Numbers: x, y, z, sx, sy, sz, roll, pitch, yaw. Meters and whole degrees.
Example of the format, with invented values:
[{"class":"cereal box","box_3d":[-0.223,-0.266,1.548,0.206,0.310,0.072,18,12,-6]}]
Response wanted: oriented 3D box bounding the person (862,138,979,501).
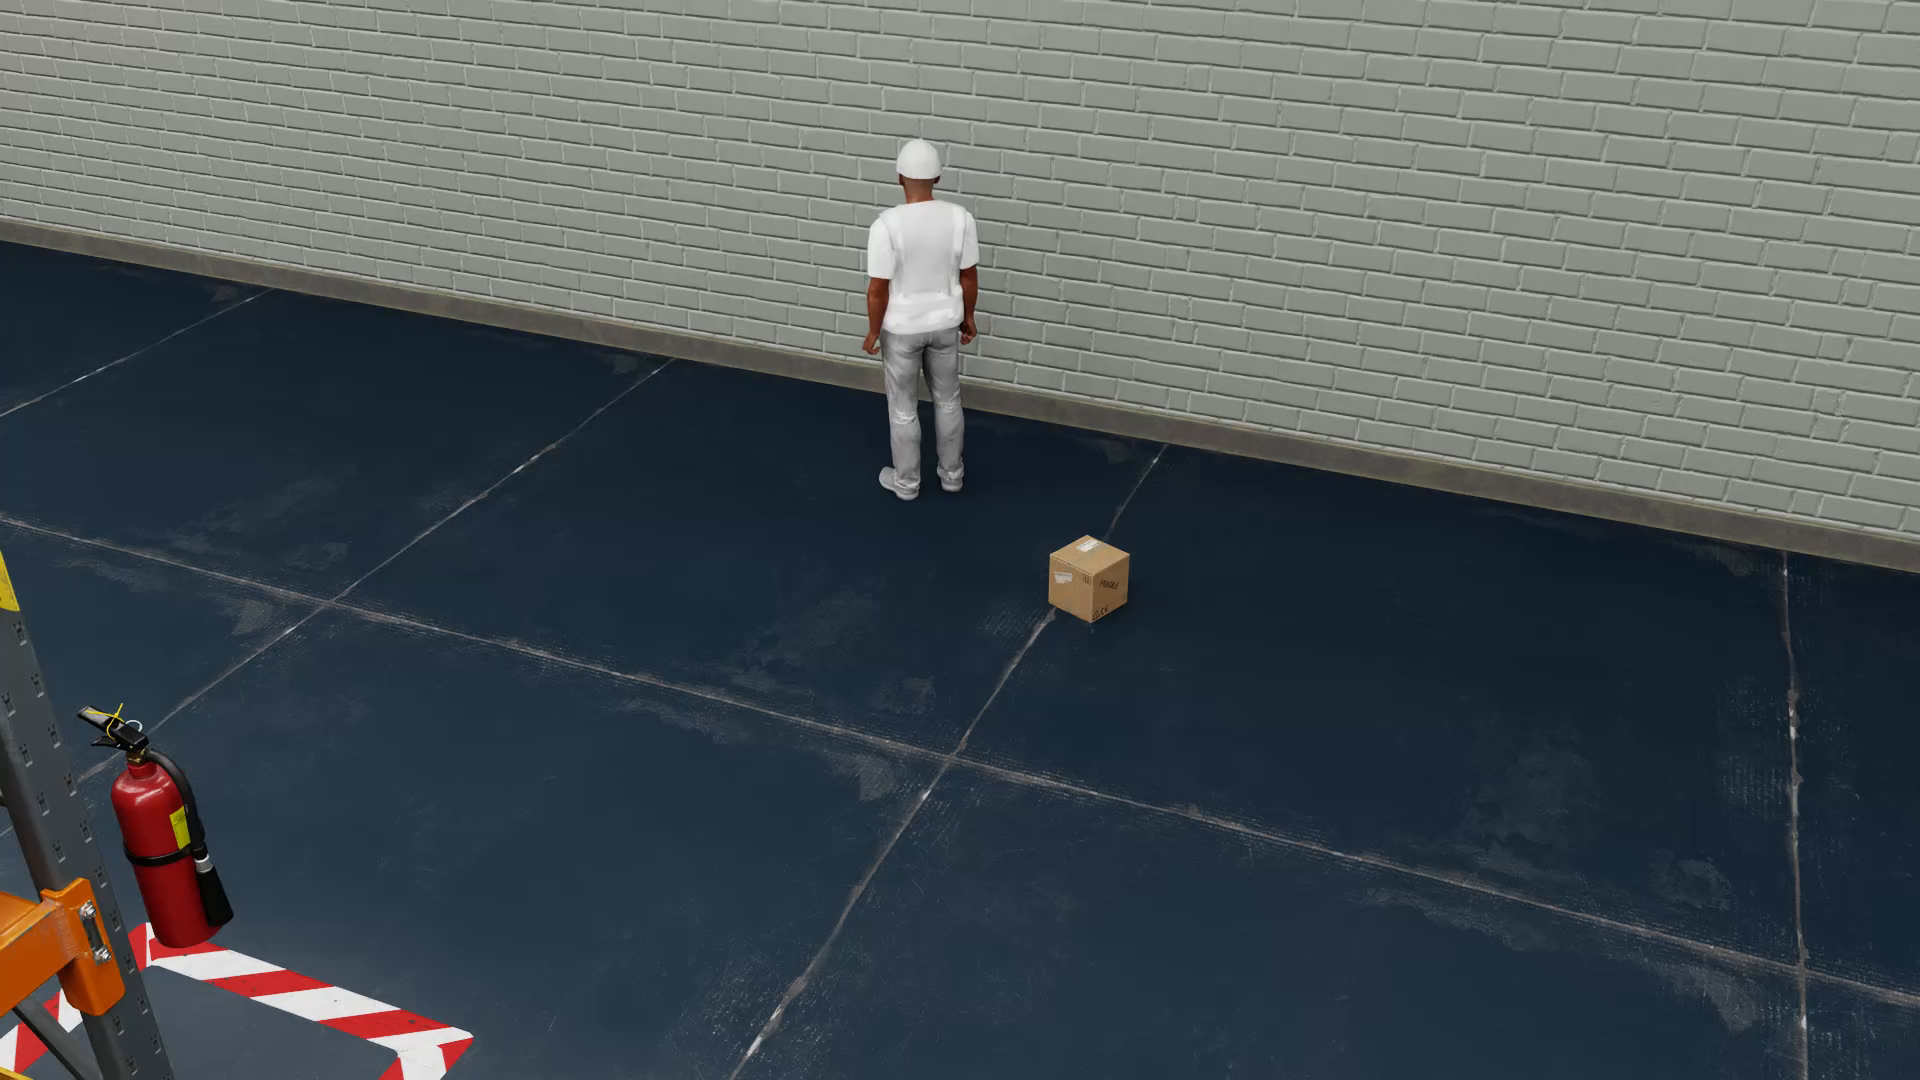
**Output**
[{"class":"person","box_3d":[-0.194,-1.038,7.936,0.566,1.771,0.363,-11,31,-18]}]
